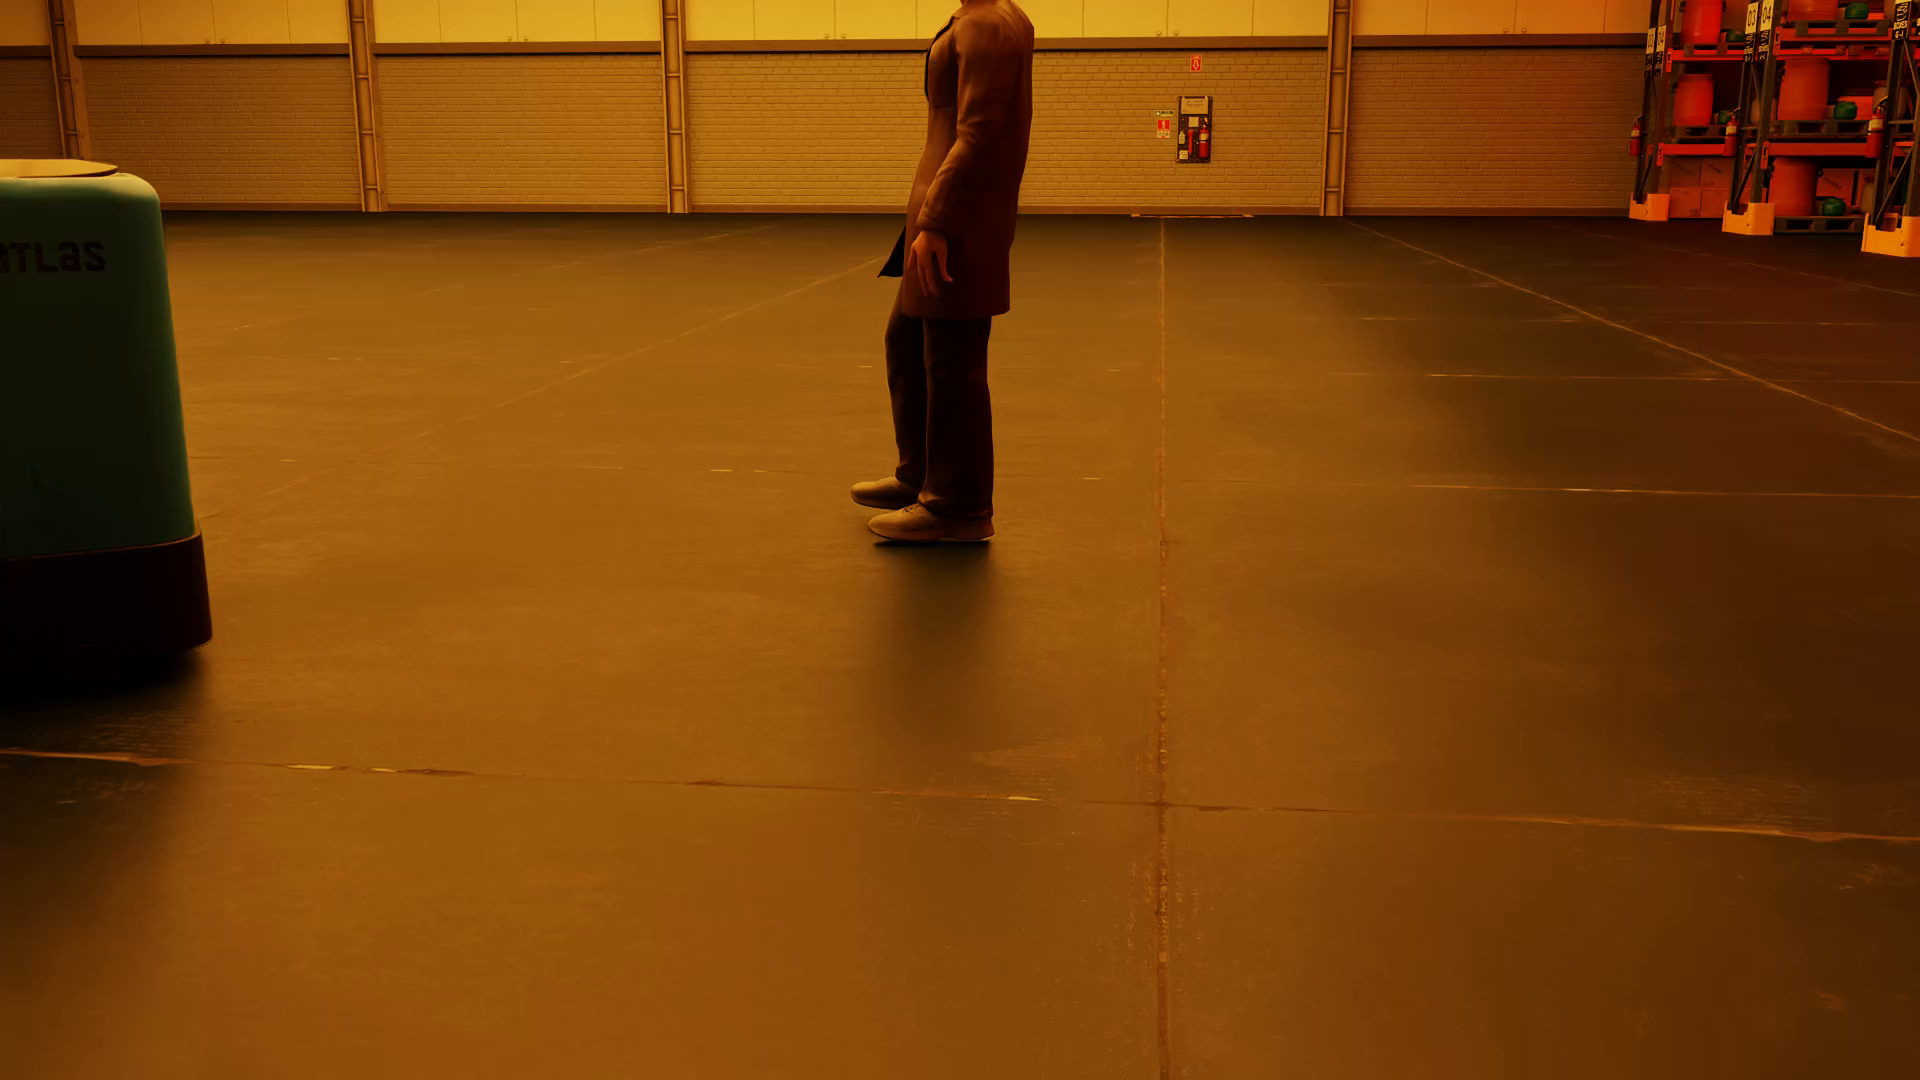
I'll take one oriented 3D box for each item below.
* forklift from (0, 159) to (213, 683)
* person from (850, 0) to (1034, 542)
[{"bbox_3d":[-3.209,-1.070,3.084,3.031,2.935,1.130,-7,15,-27],"label":"forklift"},{"bbox_3d":[-0.091,-0.877,4.757,0.580,1.778,0.698,2,13,7],"label":"person"}]
